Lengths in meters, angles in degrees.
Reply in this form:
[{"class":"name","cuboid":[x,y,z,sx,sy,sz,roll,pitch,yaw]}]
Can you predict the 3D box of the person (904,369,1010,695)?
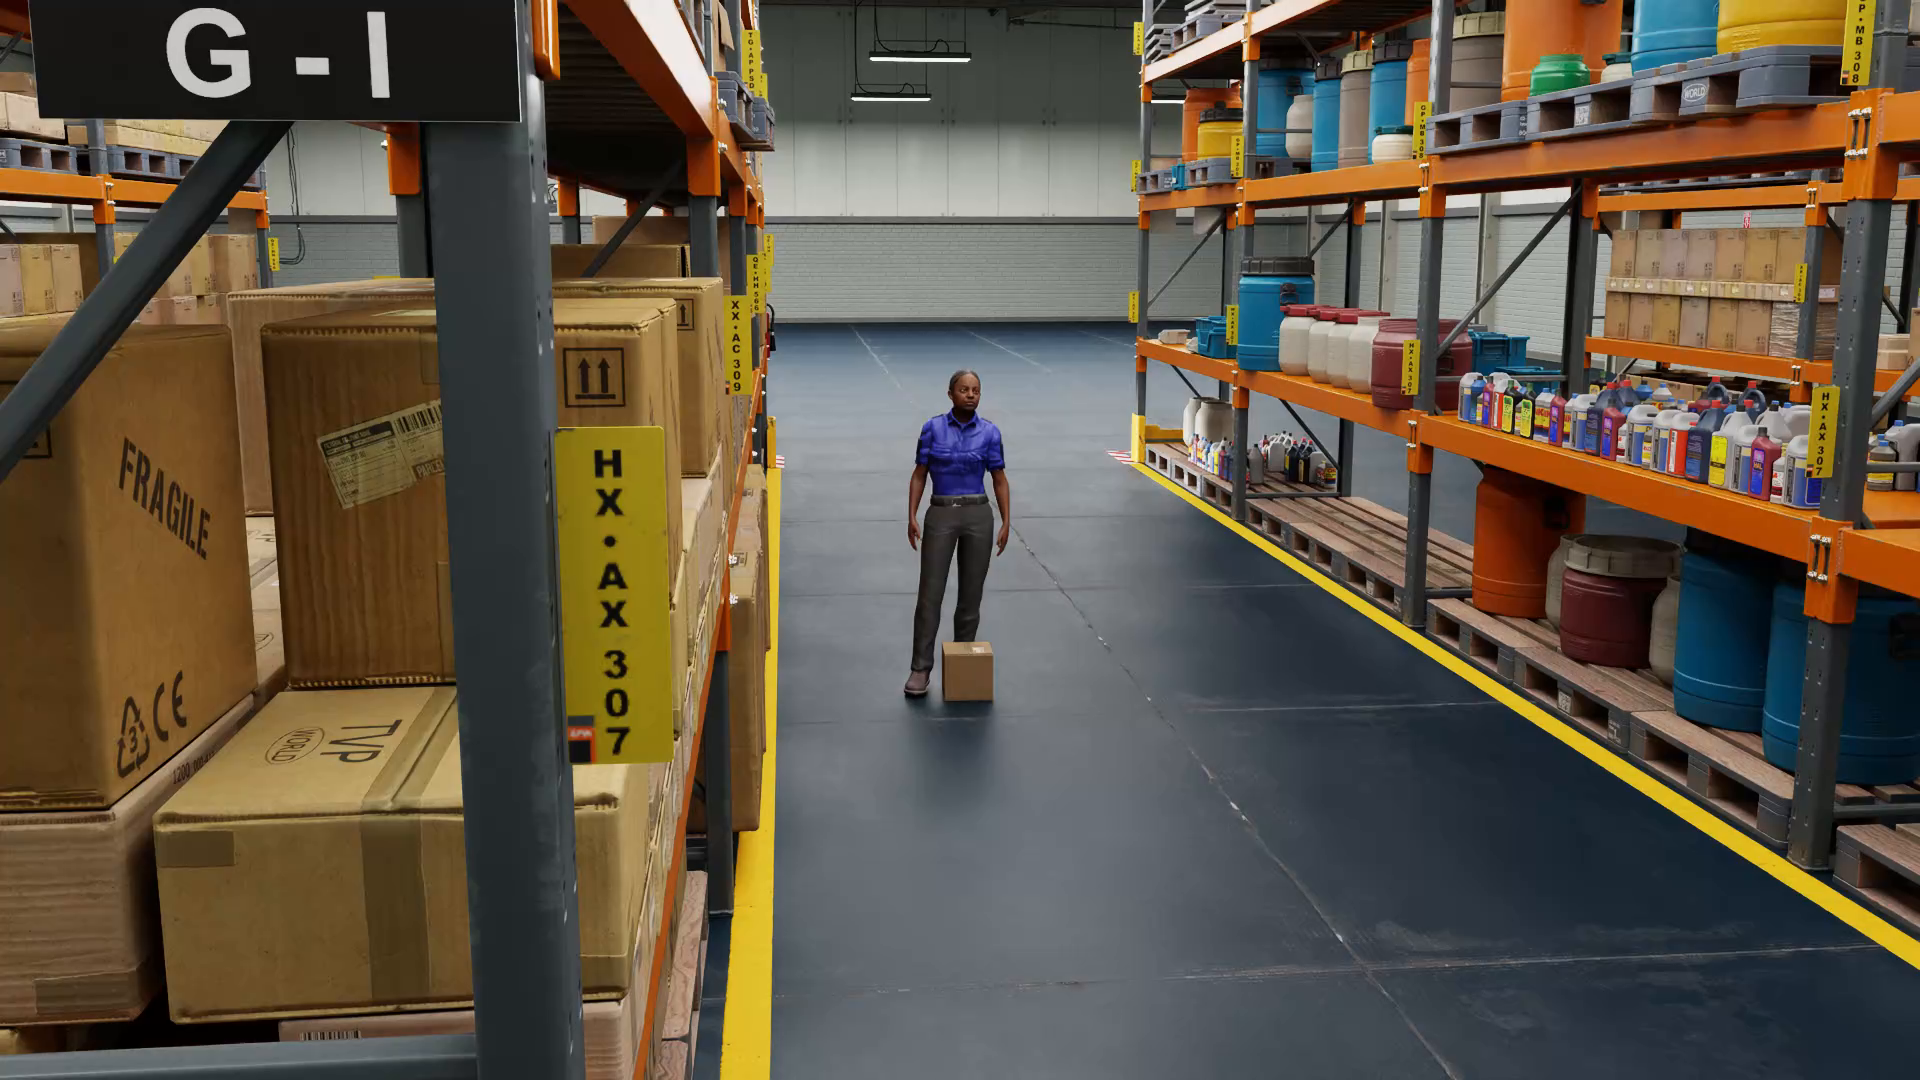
[{"class":"person","cuboid":[-0.016,-0.051,8.658,0.570,1.657,0.502,-1,10,-3]}]
